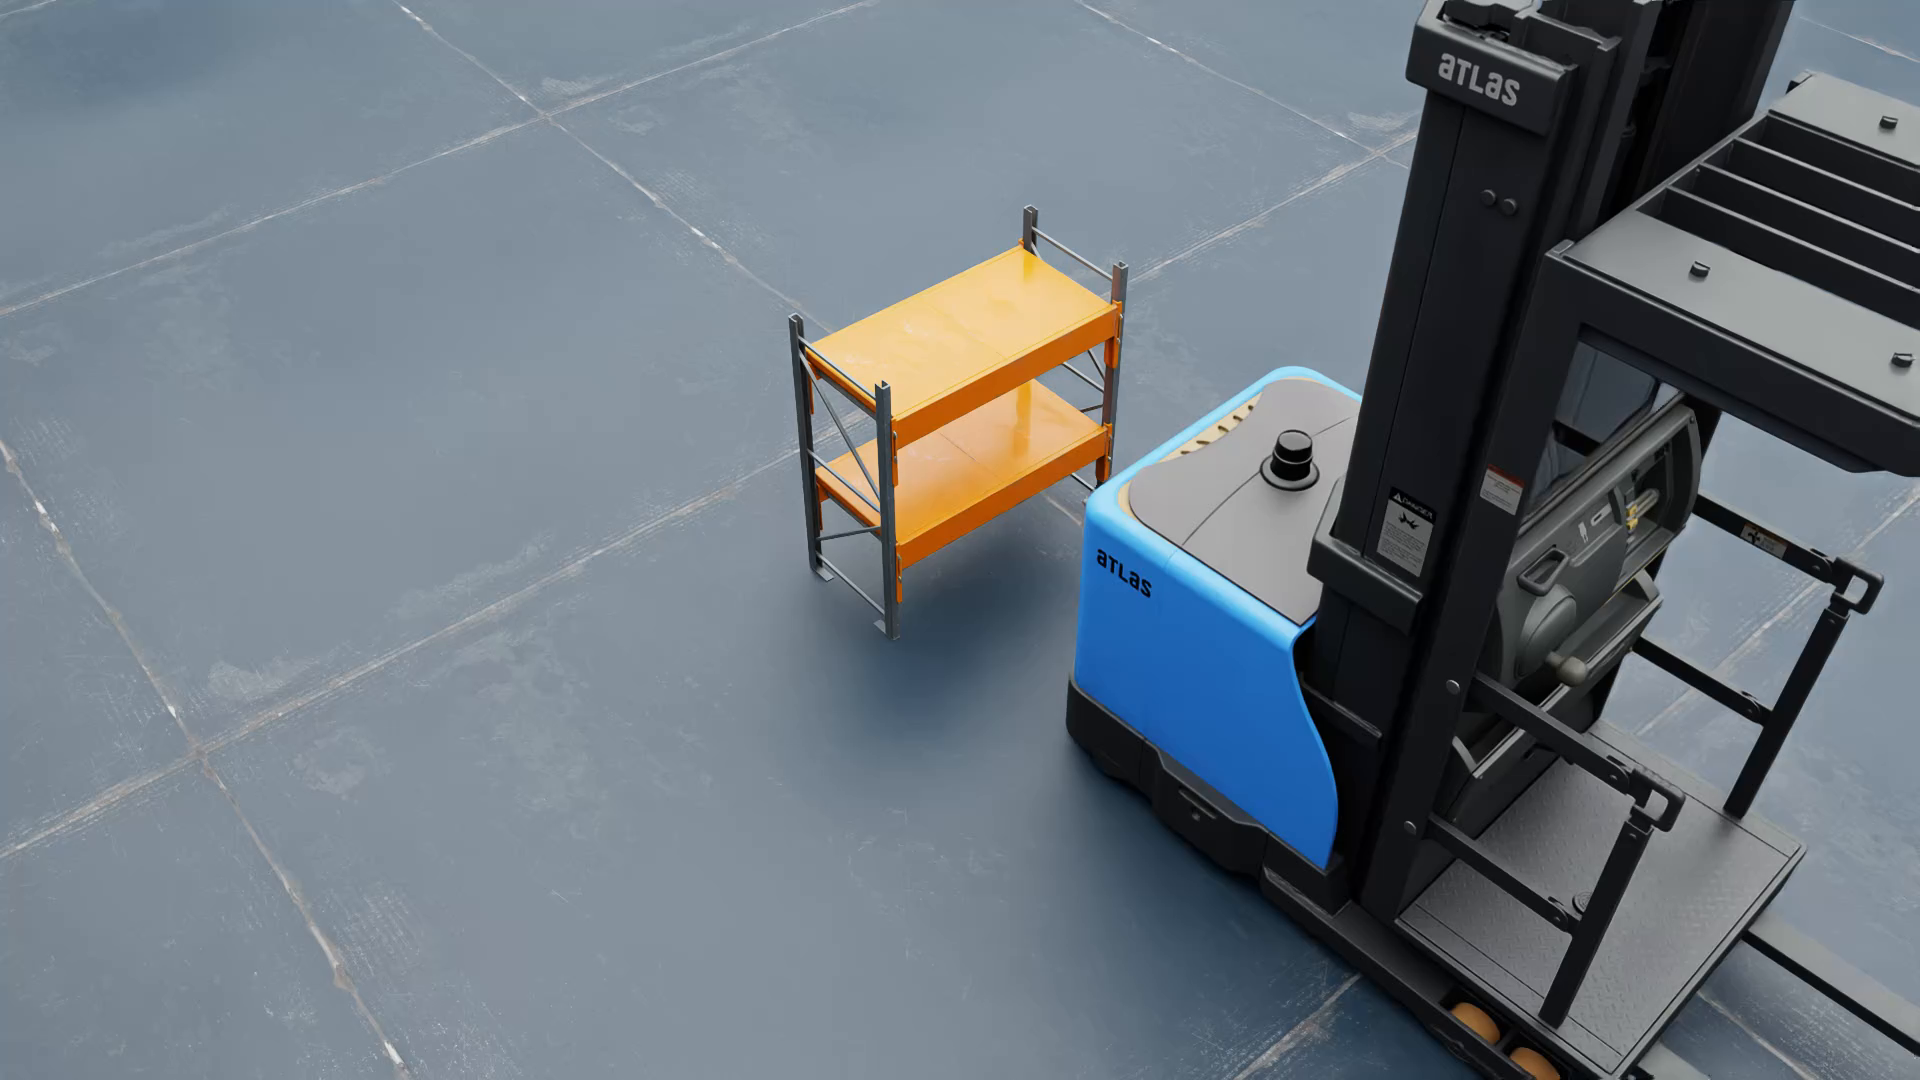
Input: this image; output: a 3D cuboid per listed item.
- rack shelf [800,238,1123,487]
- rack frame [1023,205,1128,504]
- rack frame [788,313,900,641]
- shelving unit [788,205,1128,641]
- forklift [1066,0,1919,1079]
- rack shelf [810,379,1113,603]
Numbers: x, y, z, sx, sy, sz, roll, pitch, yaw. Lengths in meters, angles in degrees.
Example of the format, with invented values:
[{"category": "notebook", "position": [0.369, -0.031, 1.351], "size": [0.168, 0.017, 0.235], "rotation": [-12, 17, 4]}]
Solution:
[{"category": "rack shelf", "position": [0.005, -0.626, 5.668], "size": [1.000, 0.278, 0.538], "rotation": [-30, 51, -28]}, {"category": "rack frame", "position": [0.395, -0.636, 6.106], "size": [0.032, 1.125, 0.500], "rotation": [-30, 51, -28]}, {"category": "rack frame", "position": [-0.385, -0.190, 5.630], "size": [0.032, 1.125, 0.500], "rotation": [-30, 51, -28]}, {"category": "shelving unit", "position": [0.005, -0.413, 5.868], "size": [1.048, 1.125, 0.538], "rotation": [-30, 51, -28]}, {"category": "forklift", "position": [1.730, 0.092, 4.011], "size": [1.130, 2.935, 3.031], "rotation": [-33, 52, -30]}, {"category": "rack shelf", "position": [0.005, -0.235, 6.035], "size": [1.000, 0.278, 0.538], "rotation": [-30, 51, -28]}]
